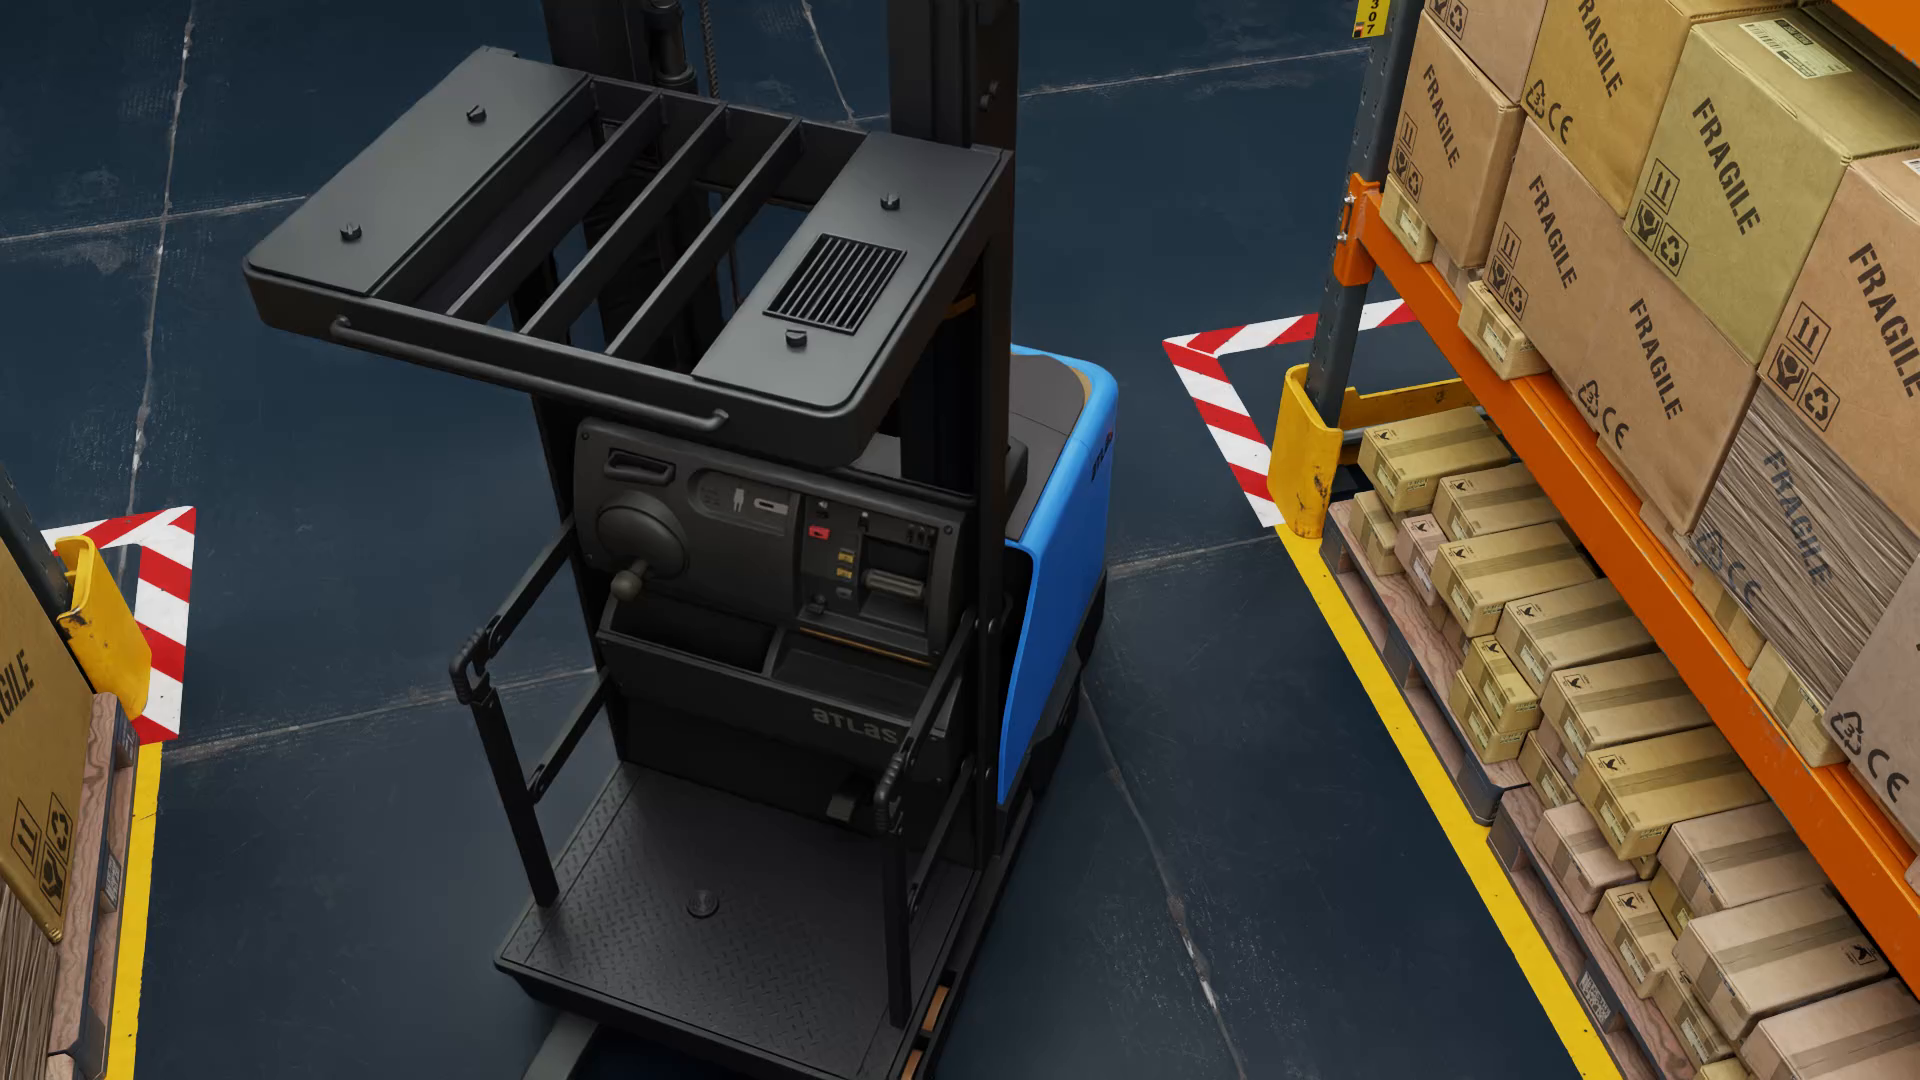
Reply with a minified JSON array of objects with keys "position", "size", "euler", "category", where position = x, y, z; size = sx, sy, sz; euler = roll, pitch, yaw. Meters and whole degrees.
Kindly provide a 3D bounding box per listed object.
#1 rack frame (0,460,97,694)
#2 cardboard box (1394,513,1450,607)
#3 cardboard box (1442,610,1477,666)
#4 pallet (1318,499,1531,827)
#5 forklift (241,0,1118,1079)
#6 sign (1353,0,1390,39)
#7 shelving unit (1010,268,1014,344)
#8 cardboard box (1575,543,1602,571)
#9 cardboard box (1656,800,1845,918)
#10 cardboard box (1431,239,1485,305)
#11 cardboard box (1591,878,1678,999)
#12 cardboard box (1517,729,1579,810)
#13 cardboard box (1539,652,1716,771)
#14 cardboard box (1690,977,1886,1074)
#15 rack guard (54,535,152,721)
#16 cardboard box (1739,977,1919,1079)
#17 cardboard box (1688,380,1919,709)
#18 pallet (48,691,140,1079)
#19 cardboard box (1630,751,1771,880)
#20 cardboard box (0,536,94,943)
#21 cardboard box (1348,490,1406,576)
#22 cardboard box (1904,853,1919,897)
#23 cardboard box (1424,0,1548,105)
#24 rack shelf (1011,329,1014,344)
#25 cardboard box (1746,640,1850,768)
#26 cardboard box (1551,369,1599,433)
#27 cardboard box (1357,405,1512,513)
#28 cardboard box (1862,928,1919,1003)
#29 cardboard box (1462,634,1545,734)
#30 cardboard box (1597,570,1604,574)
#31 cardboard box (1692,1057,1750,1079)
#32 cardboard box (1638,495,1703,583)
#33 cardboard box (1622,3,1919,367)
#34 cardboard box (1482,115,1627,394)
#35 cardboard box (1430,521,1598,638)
[{"position":[-3.151,-0.483,4.123],"size":[1.000,3.000,0.127],"euler":[-11,47,-10],"category":"rack frame"},{"position":[1.571,0.035,5.109],"size":[0.380,0.149,0.250],"euler":[-11,47,-11],"category":"cardboard box"},{"position":[1.710,0.287,5.071],"size":[0.380,0.149,0.250],"euler":[-10,46,-10],"category":"cardboard box"},{"position":[1.863,0.276,5.332],"size":[1.003,0.211,1.213],"euler":[-11,47,-10],"category":"pallet"},{"position":[-0.518,0.104,3.596],"size":[1.130,2.935,3.031],"euler":[15,47,14],"category":"forklift"},{"position":[1.145,-1.524,4.537],"size":[0.100,0.325,0.005],"euler":[-11,47,-10],"category":"sign"},{"position":[0.017,-0.423,5.325],"size":[0.258,1.200,0.189],"euler":[-9,46,-9],"category":"shelving unit"},{"position":[2.095,-0.071,5.213],"size":[0.380,0.149,0.250],"euler":[-12,47,-11],"category":"cardboard box"},{"position":[1.988,0.808,4.144],"size":[0.380,0.149,0.250],"euler":[-11,47,-10],"category":"cardboard box"},{"position":[1.541,-0.780,4.590],"size":[0.380,0.149,0.250],"euler":[-9,46,-9],"category":"cardboard box"},{"position":[1.903,1.017,4.356],"size":[0.380,0.149,0.250],"euler":[-11,47,-10],"category":"cardboard box"},{"position":[1.827,0.642,4.722],"size":[0.380,0.149,0.250],"euler":[-11,47,-10],"category":"cardboard box"},{"position":[1.808,0.461,4.483],"size":[0.380,0.149,0.250],"euler":[-9,46,-9],"category":"cardboard box"},{"position":[2.036,1.111,4.055],"size":[0.380,0.149,0.250],"euler":[-13,47,-12],"category":"cardboard box"},{"position":[-3.157,0.375,5.032],"size":[1.175,0.500,0.348],"euler":[-11,47,-10],"category":"rack guard"},{"position":[2.027,1.183,3.776],"size":[0.380,0.149,0.250],"euler":[-13,47,-12],"category":"cardboard box"},{"position":[1.929,-0.042,3.413],"size":[0.500,0.500,0.500],"euler":[-12,47,-11],"category":"cardboard box"},{"position":[-2.871,1.031,4.592],"size":[1.003,0.211,1.213],"euler":[-11,47,-10],"category":"pallet"},{"position":[1.949,0.730,4.428],"size":[0.380,0.149,0.250],"euler":[-9,46,-8],"category":"cardboard box"},{"position":[-2.910,0.541,4.313],"size":[0.875,0.875,0.875],"euler":[-11,47,-10],"category":"cardboard box"},{"position":[1.494,-0.049,5.400],"size":[0.380,0.149,0.250],"euler":[-10,46,-10],"category":"cardboard box"},{"position":[2.071,0.657,3.182],"size":[0.380,0.149,0.250],"euler":[-13,47,-12],"category":"cardboard box"},{"position":[1.528,-1.451,4.093],"size":[0.500,0.500,0.500],"euler":[-11,47,-11],"category":"cardboard box"},{"position":[0.017,-0.644,5.099],"size":[0.258,0.103,0.180],"euler":[-9,46,-9],"category":"rack shelf"},{"position":[1.924,0.309,3.523],"size":[0.380,0.149,0.250],"euler":[-10,46,-10],"category":"cardboard box"},{"position":[1.757,-0.431,4.248],"size":[0.380,0.149,0.250],"euler":[-9,46,-8],"category":"cardboard box"},{"position":[1.475,-0.254,5.184],"size":[0.380,0.149,0.250],"euler":[-13,47,-12],"category":"cardboard box"},{"position":[2.539,1.094,4.280],"size":[0.380,0.149,0.250],"euler":[-12,47,-11],"category":"cardboard box"},{"position":[1.680,0.385,4.767],"size":[0.380,0.149,0.250],"euler":[-9,46,-9],"category":"cardboard box"},{"position":[2.169,0.015,5.337],"size":[0.380,0.149,0.250],"euler":[-9,46,-9],"category":"cardboard box"},{"position":[1.999,1.369,4.010],"size":[0.380,0.149,0.250],"euler":[-11,47,-10],"category":"cardboard box"},{"position":[1.838,-0.064,3.888],"size":[0.380,0.149,0.250],"euler":[-12,47,-11],"category":"cardboard box"},{"position":[1.775,-0.740,3.397],"size":[0.500,0.500,0.500],"euler":[-12,47,-11],"category":"cardboard box"},{"position":[1.679,-0.734,4.091],"size":[0.500,0.500,0.500],"euler":[-11,47,-10],"category":"cardboard box"},{"position":[1.603,0.112,4.825],"size":[0.380,0.149,0.250],"euler":[-11,47,-10],"category":"cardboard box"}]
